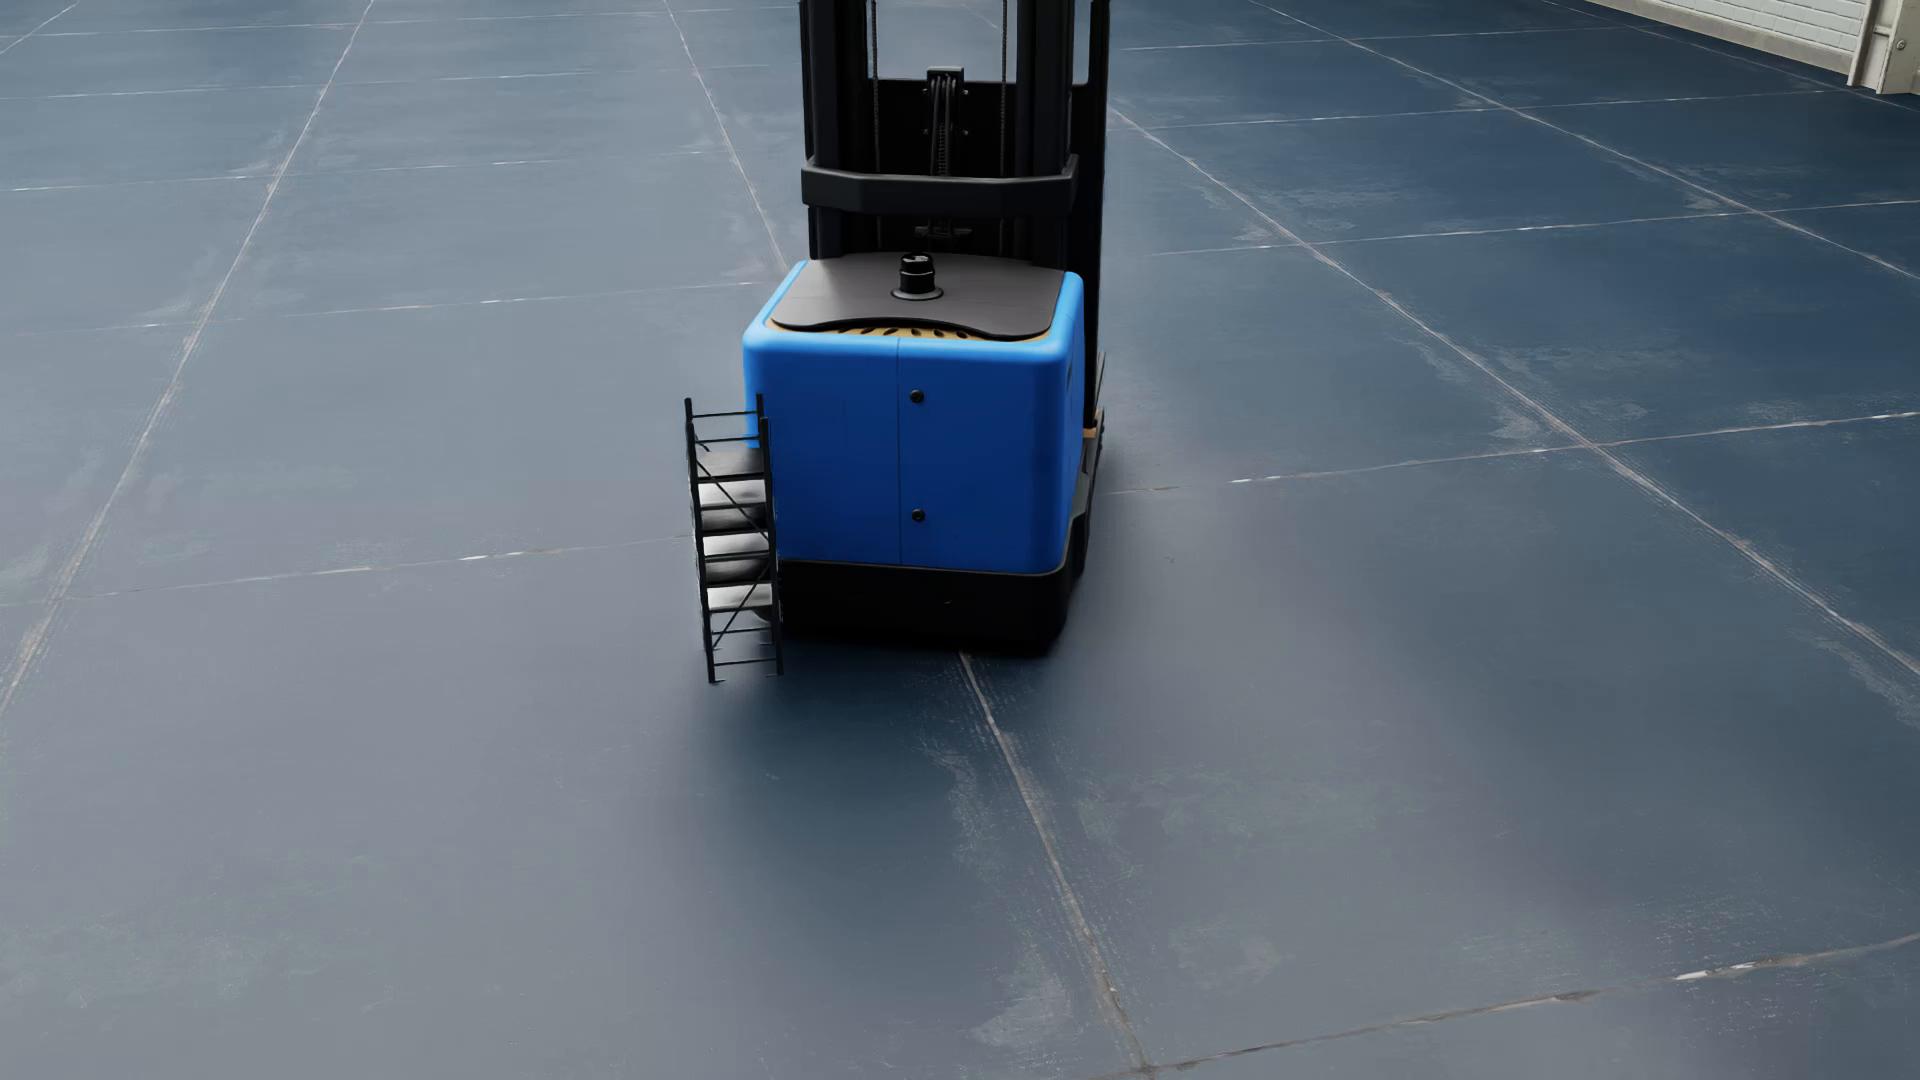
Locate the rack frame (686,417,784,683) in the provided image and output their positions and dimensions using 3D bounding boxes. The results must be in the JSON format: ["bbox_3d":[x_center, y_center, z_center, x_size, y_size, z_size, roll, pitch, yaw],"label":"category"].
[{"bbox_3d":[-0.691,0.046,5.158,0.240,0.900,0.006,-5,27,-9],"label":"rack frame"}]

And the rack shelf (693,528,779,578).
[{"bbox_3d":[-0.709,0.031,5.263,0.258,0.077,0.200,-5,27,-9],"label":"rack shelf"}]

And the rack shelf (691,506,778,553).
[{"bbox_3d":[-0.710,-0.050,5.222,0.258,0.077,0.200,-5,27,-9],"label":"rack shelf"}]

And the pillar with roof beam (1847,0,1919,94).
[{"bbox_3d":[3.289,-7.257,10.641,9.100,9.000,0.400,-6,27,-12],"label":"pillar with roof beam"}]

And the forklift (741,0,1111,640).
[{"bbox_3d":[0.014,-1.617,6.202,1.130,2.935,3.031,4,27,7],"label":"forklift"}]

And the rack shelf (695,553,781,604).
[{"bbox_3d":[-0.708,0.111,5.303,0.258,0.077,0.200,-5,27,-9],"label":"rack shelf"}]

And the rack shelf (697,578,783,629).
[{"bbox_3d":[-0.708,0.191,5.344,0.258,0.077,0.200,-5,27,-9],"label":"rack shelf"}]

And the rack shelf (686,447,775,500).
[{"bbox_3d":[-0.711,-0.211,5.141,0.258,0.077,0.200,-5,27,-9],"label":"rack shelf"}]

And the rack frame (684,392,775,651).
[{"bbox_3d":[-0.727,-0.044,5.337,0.240,0.900,0.006,-5,27,-9],"label":"rack frame"}]

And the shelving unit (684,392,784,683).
[{"bbox_3d":[-0.709,0.001,5.248,0.258,0.900,0.210,-5,27,-9],"label":"shelving unit"}]

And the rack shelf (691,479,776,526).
[{"bbox_3d":[-0.710,-0.130,5.181,0.258,0.077,0.200,-5,27,-9],"label":"rack shelf"}]
